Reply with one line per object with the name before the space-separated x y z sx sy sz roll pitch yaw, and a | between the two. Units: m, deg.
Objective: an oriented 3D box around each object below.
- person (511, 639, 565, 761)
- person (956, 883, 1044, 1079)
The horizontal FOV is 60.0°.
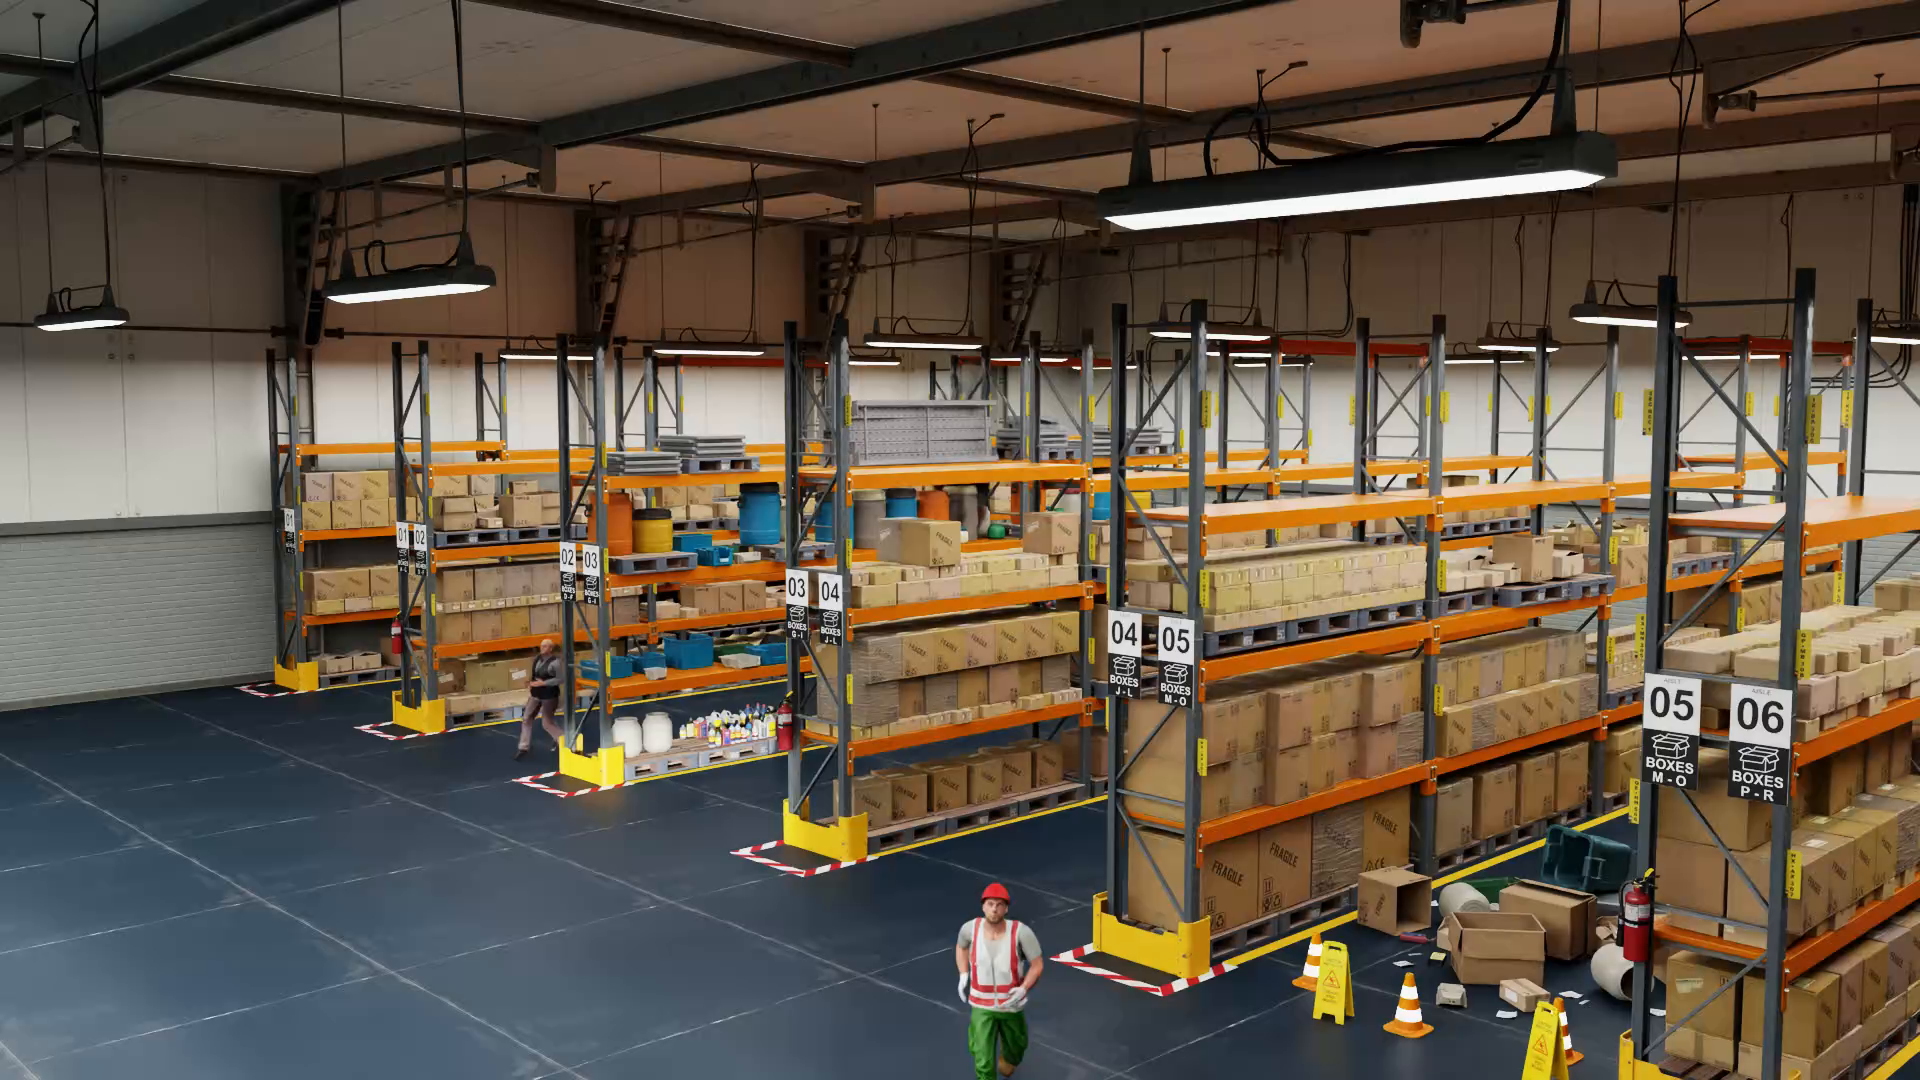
person | -5.921 2.255 23.759 0.676 1.705 0.912 3 6 31
person | 0.278 3.285 11.727 0.627 1.777 1.129 0 5 1
